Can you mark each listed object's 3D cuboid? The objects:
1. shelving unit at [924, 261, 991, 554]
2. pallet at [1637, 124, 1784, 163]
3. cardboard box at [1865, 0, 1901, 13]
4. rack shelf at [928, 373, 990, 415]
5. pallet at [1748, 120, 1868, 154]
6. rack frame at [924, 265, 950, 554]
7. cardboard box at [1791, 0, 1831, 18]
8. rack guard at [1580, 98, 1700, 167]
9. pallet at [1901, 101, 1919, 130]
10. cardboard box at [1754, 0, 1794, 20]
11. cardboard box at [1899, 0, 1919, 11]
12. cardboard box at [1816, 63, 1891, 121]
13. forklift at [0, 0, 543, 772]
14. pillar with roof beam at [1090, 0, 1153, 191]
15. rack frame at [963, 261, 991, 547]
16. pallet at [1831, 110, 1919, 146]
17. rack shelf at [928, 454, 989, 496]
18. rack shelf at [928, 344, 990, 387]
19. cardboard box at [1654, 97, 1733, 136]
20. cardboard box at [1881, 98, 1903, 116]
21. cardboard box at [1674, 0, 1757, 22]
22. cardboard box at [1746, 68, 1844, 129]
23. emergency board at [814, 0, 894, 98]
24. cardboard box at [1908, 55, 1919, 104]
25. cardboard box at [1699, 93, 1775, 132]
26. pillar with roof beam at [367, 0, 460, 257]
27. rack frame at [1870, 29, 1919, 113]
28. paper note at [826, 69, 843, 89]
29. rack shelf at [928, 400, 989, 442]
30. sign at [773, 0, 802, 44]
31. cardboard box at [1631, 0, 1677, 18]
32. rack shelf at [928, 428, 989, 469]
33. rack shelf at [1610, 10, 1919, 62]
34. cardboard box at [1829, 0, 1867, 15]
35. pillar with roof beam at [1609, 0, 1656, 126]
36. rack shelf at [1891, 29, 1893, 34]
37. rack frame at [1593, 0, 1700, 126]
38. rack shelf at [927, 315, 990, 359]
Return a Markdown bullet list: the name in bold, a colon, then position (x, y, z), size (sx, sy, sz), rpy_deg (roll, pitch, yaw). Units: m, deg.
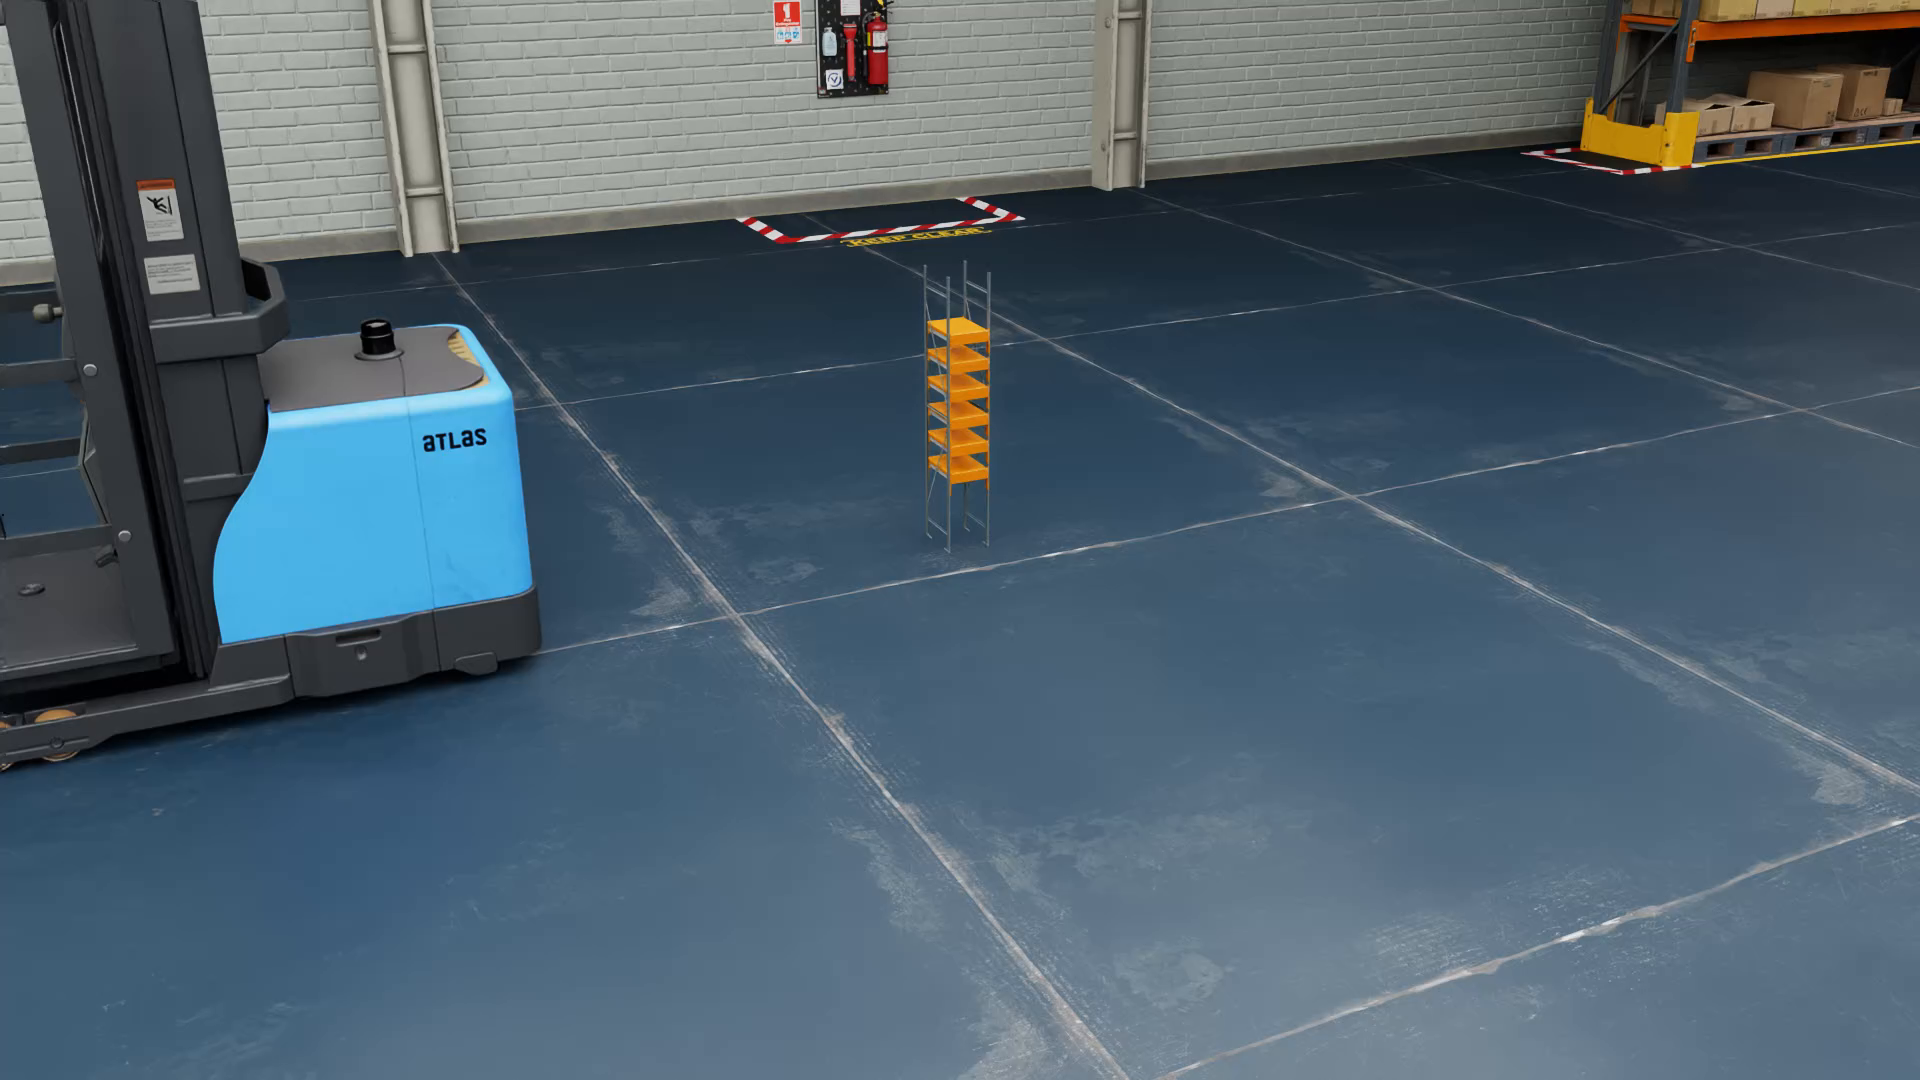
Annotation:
- **shelving unit**: position (-0.013, -0.552, 7.015), size (0.189, 1.200, 0.258), rpy_deg (-10, 25, -24)
- **pallet**: position (7.379, -3.989, 16.612), size (1.213, 0.211, 1.003), rpy_deg (-10, 25, -24)
- **cardboard box**: position (8.973, -5.395, 16.530), size (0.500, 0.250, 0.500), rpy_deg (-11, 25, -24)
- **rack shelf**: position (-0.013, -0.622, 6.986), size (0.180, 0.103, 0.258), rpy_deg (-10, 25, -24)
- **pallet**: position (8.477, -4.190, 17.097), size (1.213, 0.211, 1.003), rpy_deg (-10, 25, -24)
- **rack frame**: position (-0.095, -0.537, 6.978), size (0.006, 1.200, 0.240), rpy_deg (-10, 25, -24)
- **cardboard box**: position (8.064, -5.228, 16.127), size (0.500, 0.250, 0.500), rpy_deg (-11, 25, -24)
- **rack guard**: position (6.632, -4.000, 16.260), size (0.348, 0.500, 1.175), rpy_deg (-10, 25, -24)
- **pallet**: position (10.868, -4.647, 18.201), size (1.213, 0.211, 1.003), rpy_deg (-10, 25, -24)
- **cardboard box**: position (7.602, -5.145, 15.928), size (0.500, 0.250, 0.500), rpy_deg (-11, 25, -25)
- **cardboard box**: position (9.420, -5.483, 16.745), size (0.500, 0.250, 0.500), rpy_deg (-10, 25, -23)
- **cardboard box**: position (9.250, -4.669, 17.299), size (0.500, 0.500, 0.500), rpy_deg (-12, 26, -28)
- **forklift**: position (-3.102, -0.824, 5.409), size (3.031, 2.935, 1.130), rpy_deg (-10, 24, -22)
- **pillar with roof beam**: position (3.280, -5.850, 9.617), size (0.400, 9.000, 9.100), rpy_deg (-10, 25, -24)
- **rack frame**: position (0.069, -0.567, 7.051), size (0.006, 1.200, 0.240), rpy_deg (-10, 25, -24)
- **pallet**: position (9.578, -4.394, 17.590), size (1.213, 0.211, 1.003), rpy_deg (-10, 25, -24)
- **rack shelf**: position (-0.013, -0.289, 7.124), size (0.180, 0.103, 0.258), rpy_deg (-10, 25, -24)
- **rack shelf**: position (-0.013, -0.733, 6.940), size (0.180, 0.103, 0.258), rpy_deg (-10, 25, -24)
- **cardboard box**: position (7.226, -4.187, 16.384), size (0.500, 0.311, 0.500), rpy_deg (-14, 26, -30)
- **cardboard box**: position (9.698, -4.601, 17.573), size (0.250, 0.166, 0.380), rpy_deg (-14, 26, -30)
- **cardboard box**: position (7.141, -5.054, 15.708), size (0.500, 0.250, 0.500), rpy_deg (-11, 25, -25)
- **cardboard box**: position (8.422, -4.474, 16.829), size (0.500, 0.500, 0.700), rpy_deg (-12, 25, -27)
- **emergency board**: position (-0.831, -4.165, 13.390), size (0.643, 1.169, 0.194), rpy_deg (-10, 25, -24)
- **cardboard box**: position (10.824, -4.982, 18.058), size (0.500, 0.500, 0.700), rpy_deg (-10, 24, -22)
- **cardboard box**: position (7.739, -4.282, 16.613), size (0.500, 0.311, 0.500), rpy_deg (-8, 24, -19)
- **pillar with roof beam**: position (-2.127, -4.855, 7.212), size (0.400, 9.000, 9.100), rpy_deg (-10, 25, -24)
- **rack frame**: position (10.168, -5.806, 17.355), size (0.127, 3.000, 1.000), rpy_deg (-10, 25, -24)
- **paper note**: position (-1.020, -3.752, 13.545), size (0.142, 0.148, 0.016), rpy_deg (-10, 25, -24)
- **rack shelf**: position (-0.013, -0.511, 7.032), size (0.180, 0.103, 0.258), rpy_deg (-10, 25, -24)
- **sign**: position (-1.374, -4.125, 13.247), size (0.234, 0.329, 0.001), rpy_deg (-10, 25, -24)
- **cardboard box**: position (6.900, -5.227, 16.125), size (0.500, 0.250, 0.500), rpy_deg (-10, 25, -23)
- **rack shelf**: position (-0.013, -0.400, 7.078), size (0.180, 0.103, 0.258), rpy_deg (-10, 25, -24)
- **rack shelf**: position (8.365, -5.142, 16.691), size (4.000, 0.370, 1.077), rpy_deg (-10, 25, -24)
- **cardboard box**: position (8.520, -5.311, 16.328), size (0.500, 0.250, 0.500), rpy_deg (-10, 25, -23)
- **pillar with roof beam**: position (8.686, -6.845, 12.021), size (0.400, 9.000, 9.100), rpy_deg (-10, 25, -24)
- **rack shelf**: position (11.970, -5.806, 18.294), size (4.000, 0.370, 1.077), rpy_deg (-10, 25, -24)
- **rack frame**: position (6.563, -5.143, 15.752), size (0.127, 3.000, 1.000), rpy_deg (-10, 25, -24)
- **rack shelf**: position (-0.013, -0.844, 6.894), size (0.180, 0.103, 0.258), rpy_deg (-10, 25, -24)
